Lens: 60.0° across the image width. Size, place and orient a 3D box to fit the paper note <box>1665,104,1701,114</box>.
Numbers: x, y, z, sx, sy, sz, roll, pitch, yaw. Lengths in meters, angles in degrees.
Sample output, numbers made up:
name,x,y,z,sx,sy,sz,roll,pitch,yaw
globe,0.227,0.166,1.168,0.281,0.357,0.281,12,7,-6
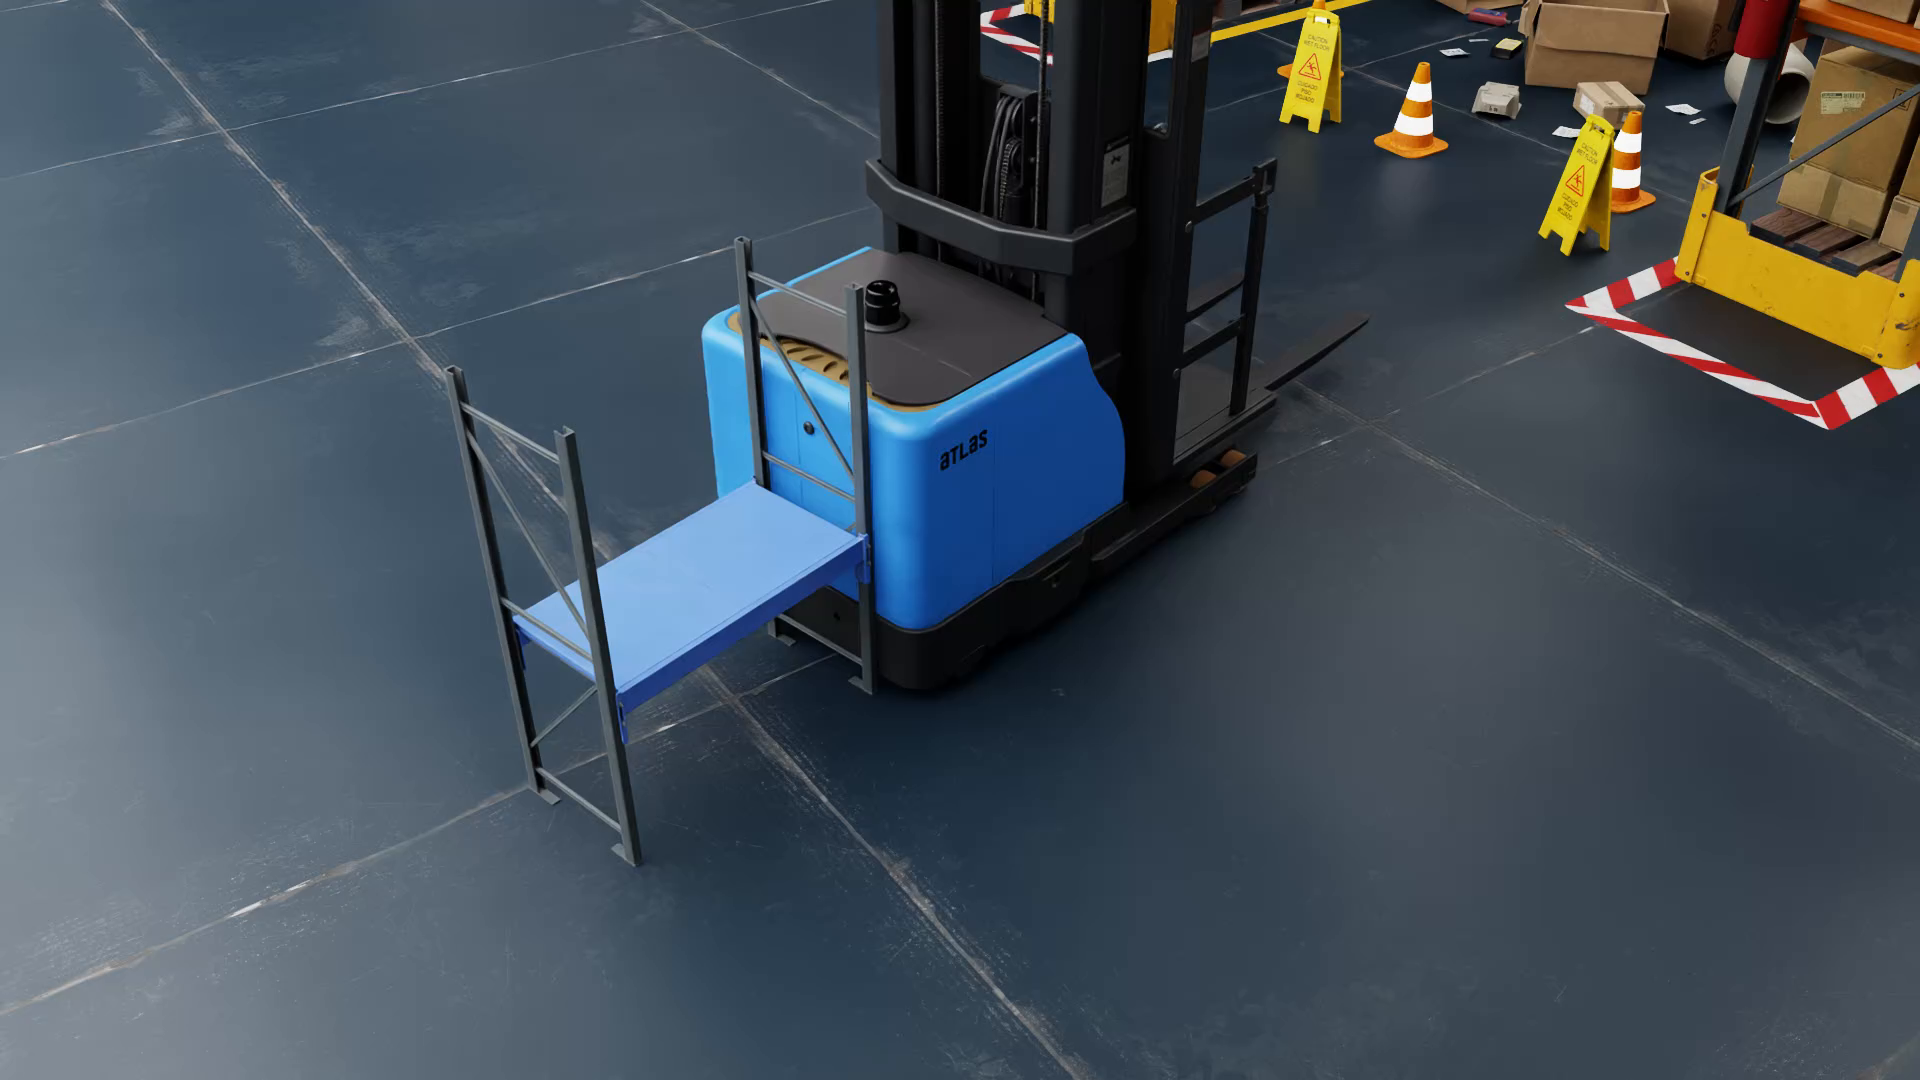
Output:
name,x,y,z,sx,sy,sz,roll,pitch,yaw
paper note,4.247,-2.533,9.756,0.142,0.019,0.148,-9,37,-12

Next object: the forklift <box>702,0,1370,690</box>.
name,x,y,z,sx,sy,sz,roll,pitch,yaw
forklift,0.512,-1.471,5.785,1.130,2.935,3.031,28,44,34

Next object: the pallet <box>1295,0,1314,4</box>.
name,x,y,z,sx,sy,sz,roll,pitch,yaw
pallet,2.511,-4.172,11.869,1.213,0.211,1.003,-22,41,-28

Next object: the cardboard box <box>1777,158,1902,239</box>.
name,x,y,z,sx,sy,sz,roll,pitch,yaw
cardboard box,4.366,-1.723,8.073,0.500,0.250,0.500,-23,41,-28

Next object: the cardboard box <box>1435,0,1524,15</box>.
name,x,y,z,sx,sy,sz,roll,pitch,yaw
cardboard box,3.498,-3.909,11.255,0.500,0.500,0.500,-15,38,-20

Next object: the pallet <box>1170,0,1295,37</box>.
name,x,y,z,sx,sy,sz,roll,pitch,yaw
pallet,1.515,-3.764,11.302,1.213,0.211,1.003,-22,41,-28

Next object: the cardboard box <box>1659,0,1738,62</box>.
name,x,y,z,sx,sy,sz,roll,pitch,yaw
cardboard box,4.577,-3.420,10.458,0.503,0.637,0.797,-22,41,-28

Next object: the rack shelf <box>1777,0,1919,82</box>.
name,x,y,z,sx,sy,sz,roll,pitch,yaw
rack shelf,5.475,-2.642,7.970,4.000,0.370,1.077,-22,41,-28

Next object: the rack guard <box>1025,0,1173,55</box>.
name,x,y,z,sx,sy,sz,roll,pitch,yaw
rack guard,0.887,-3.566,10.781,0.348,0.500,1.175,-22,41,-28

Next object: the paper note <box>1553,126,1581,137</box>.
name,x,y,z,sx,sy,sz,roll,pitch,yaw
paper note,3.467,-2.324,9.454,0.148,0.019,0.142,22,41,28

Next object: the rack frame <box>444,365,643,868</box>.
name,x,y,z,sx,sy,sz,roll,pitch,yaw
rack frame,-1.136,0.257,4.608,0.500,1.500,0.032,27,44,32

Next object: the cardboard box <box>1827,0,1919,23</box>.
name,x,y,z,sx,sy,sz,roll,pitch,yaw
cardboard box,4.023,-2.387,7.215,0.250,0.149,0.380,-21,41,-26

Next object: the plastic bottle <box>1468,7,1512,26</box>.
name,x,y,z,sx,sy,sz,roll,pitch,yaw
plastic bottle,3.524,-3.457,11.004,0.283,0.061,0.133,22,41,28

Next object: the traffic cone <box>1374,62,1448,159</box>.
name,x,y,z,sx,sy,sz,roll,pitch,yaw
traffic cone,2.532,-2.407,9.200,0.334,0.463,0.336,-22,41,-28

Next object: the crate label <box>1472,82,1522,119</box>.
name,x,y,z,sx,sy,sz,roll,pitch,yaw
crate label,3.138,-2.568,9.704,0.250,0.136,0.298,15,38,20

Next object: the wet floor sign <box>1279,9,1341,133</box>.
name,x,y,z,sx,sy,sz,roll,pitch,yaw
wet floor sign,2.023,-2.679,9.422,0.267,0.644,0.232,30,45,35

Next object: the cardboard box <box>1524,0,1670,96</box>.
name,x,y,z,sx,sy,sz,roll,pitch,yaw
cardboard box,3.818,-3.047,10.055,0.797,0.503,0.637,9,37,12

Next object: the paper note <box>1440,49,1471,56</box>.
name,x,y,z,sx,sy,sz,roll,pitch,yaw
paper note,3.132,-3.086,10.517,0.142,0.017,0.144,-9,37,-12

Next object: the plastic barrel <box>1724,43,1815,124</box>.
name,x,y,z,sx,sy,sz,roll,pitch,yaw
plastic barrel,4.657,-2.632,9.547,0.421,0.421,0.512,3,36,4

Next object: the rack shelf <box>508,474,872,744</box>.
name,x,y,z,sx,sy,sz,roll,pitch,yaw
rack shelf,-0.803,0.179,5.025,0.538,0.185,1.000,27,44,32

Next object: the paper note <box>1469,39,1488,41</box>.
name,x,y,z,sx,sy,sz,roll,pitch,yaw
paper note,3.345,-3.222,10.721,0.123,0.001,0.032,-3,36,-4

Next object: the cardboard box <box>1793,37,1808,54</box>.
name,x,y,z,sx,sy,sz,roll,pitch,yaw
cardboard box,5.208,-3.247,10.537,0.258,0.266,0.396,9,37,12

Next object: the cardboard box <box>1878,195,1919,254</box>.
name,x,y,z,sx,sy,sz,roll,pitch,yaw
cardboard box,4.659,-1.454,7.699,0.500,0.250,0.500,-23,42,-28

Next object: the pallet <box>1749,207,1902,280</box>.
name,x,y,z,sx,sy,sz,roll,pitch,yaw
pallet,4.587,-1.411,8.031,1.213,0.211,1.003,-22,41,-28

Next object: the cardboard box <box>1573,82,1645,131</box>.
name,x,y,z,sx,sy,sz,roll,pitch,yaw
cardboard box,3.748,-2.508,9.610,0.250,0.149,0.380,-3,36,-4

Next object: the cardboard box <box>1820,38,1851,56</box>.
name,x,y,z,sx,sy,sz,roll,pitch,yaw
cardboard box,5.450,-2.882,9.826,0.500,0.500,0.500,3,36,4

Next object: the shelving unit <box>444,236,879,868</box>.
name,x,y,z,sx,sy,sz,roll,pitch,yaw
shelving unit,-0.803,0.033,4.920,0.538,1.500,1.048,27,44,32

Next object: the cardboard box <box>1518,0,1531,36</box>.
name,x,y,z,sx,sy,sz,roll,pitch,yaw
cardboard box,3.832,-3.368,10.705,0.258,0.266,0.396,-15,38,-20

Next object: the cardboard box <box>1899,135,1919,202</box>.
name,x,y,z,sx,sy,sz,roll,pitch,yaw
cardboard box,4.678,-1.767,7.491,0.500,0.500,0.500,-24,42,-29

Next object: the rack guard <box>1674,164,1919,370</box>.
name,x,y,z,sx,sy,sz,roll,pitch,yaw
rack guard,3.903,-1.272,7.590,0.348,0.500,1.175,-22,41,-28

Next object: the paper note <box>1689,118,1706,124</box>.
name,x,y,z,sx,sy,sz,roll,pitch,yaw
paper note,4.262,-2.421,9.607,0.123,0.001,0.032,-22,41,-28

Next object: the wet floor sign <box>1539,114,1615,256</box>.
name,x,y,z,sx,sy,sz,roll,pitch,yaw
wet floor sign,3.069,-1.752,8.133,0.232,0.644,0.267,-9,37,-12

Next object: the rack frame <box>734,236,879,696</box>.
name,x,y,z,sx,sy,sz,roll,pitch,yaw
rack frame,-0.470,-0.192,5.232,0.500,1.500,0.032,27,44,32

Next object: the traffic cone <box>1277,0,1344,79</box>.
name,x,y,z,sx,sy,sz,roll,pitch,yaw
traffic cone,2.159,-3.060,10.109,0.334,0.463,0.336,-22,41,-28

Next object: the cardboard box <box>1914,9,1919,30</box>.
name,x,y,z,sx,sy,sz,roll,pitch,yaw
cardboard box,4.237,-2.174,6.919,0.250,0.149,0.380,-22,41,-28

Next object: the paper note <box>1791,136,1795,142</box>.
name,x,y,z,sx,sy,sz,roll,pitch,yaw
paper note,4.749,-2.240,9.338,0.142,0.019,0.148,22,41,28

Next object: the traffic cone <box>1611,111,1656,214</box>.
name,x,y,z,sx,sy,sz,roll,pitch,yaw
traffic cone,3.449,-1.991,8.622,0.334,0.463,0.336,-22,41,-28

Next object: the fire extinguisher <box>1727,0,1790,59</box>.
name,x,y,z,sx,sy,sz,roll,pitch,yaw
fire extinguisher,3.482,-2.411,7.099,0.183,0.674,0.296,-22,41,-28

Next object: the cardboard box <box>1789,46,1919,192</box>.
name,x,y,z,sx,sy,sz,roll,pitch,yaw
cardboard box,4.345,-2.013,7.834,0.500,0.500,0.500,-22,41,-28

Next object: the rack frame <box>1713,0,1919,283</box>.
name,x,y,z,sx,sy,sz,roll,pitch,yaw
rack frame,3.841,-2.261,6.825,0.127,3.000,1.000,-22,41,-28

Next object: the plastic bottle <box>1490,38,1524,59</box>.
name,x,y,z,sx,sy,sz,roll,pitch,yaw
plastic bottle,3.478,-3.125,10.543,0.133,0.061,0.283,22,41,28
